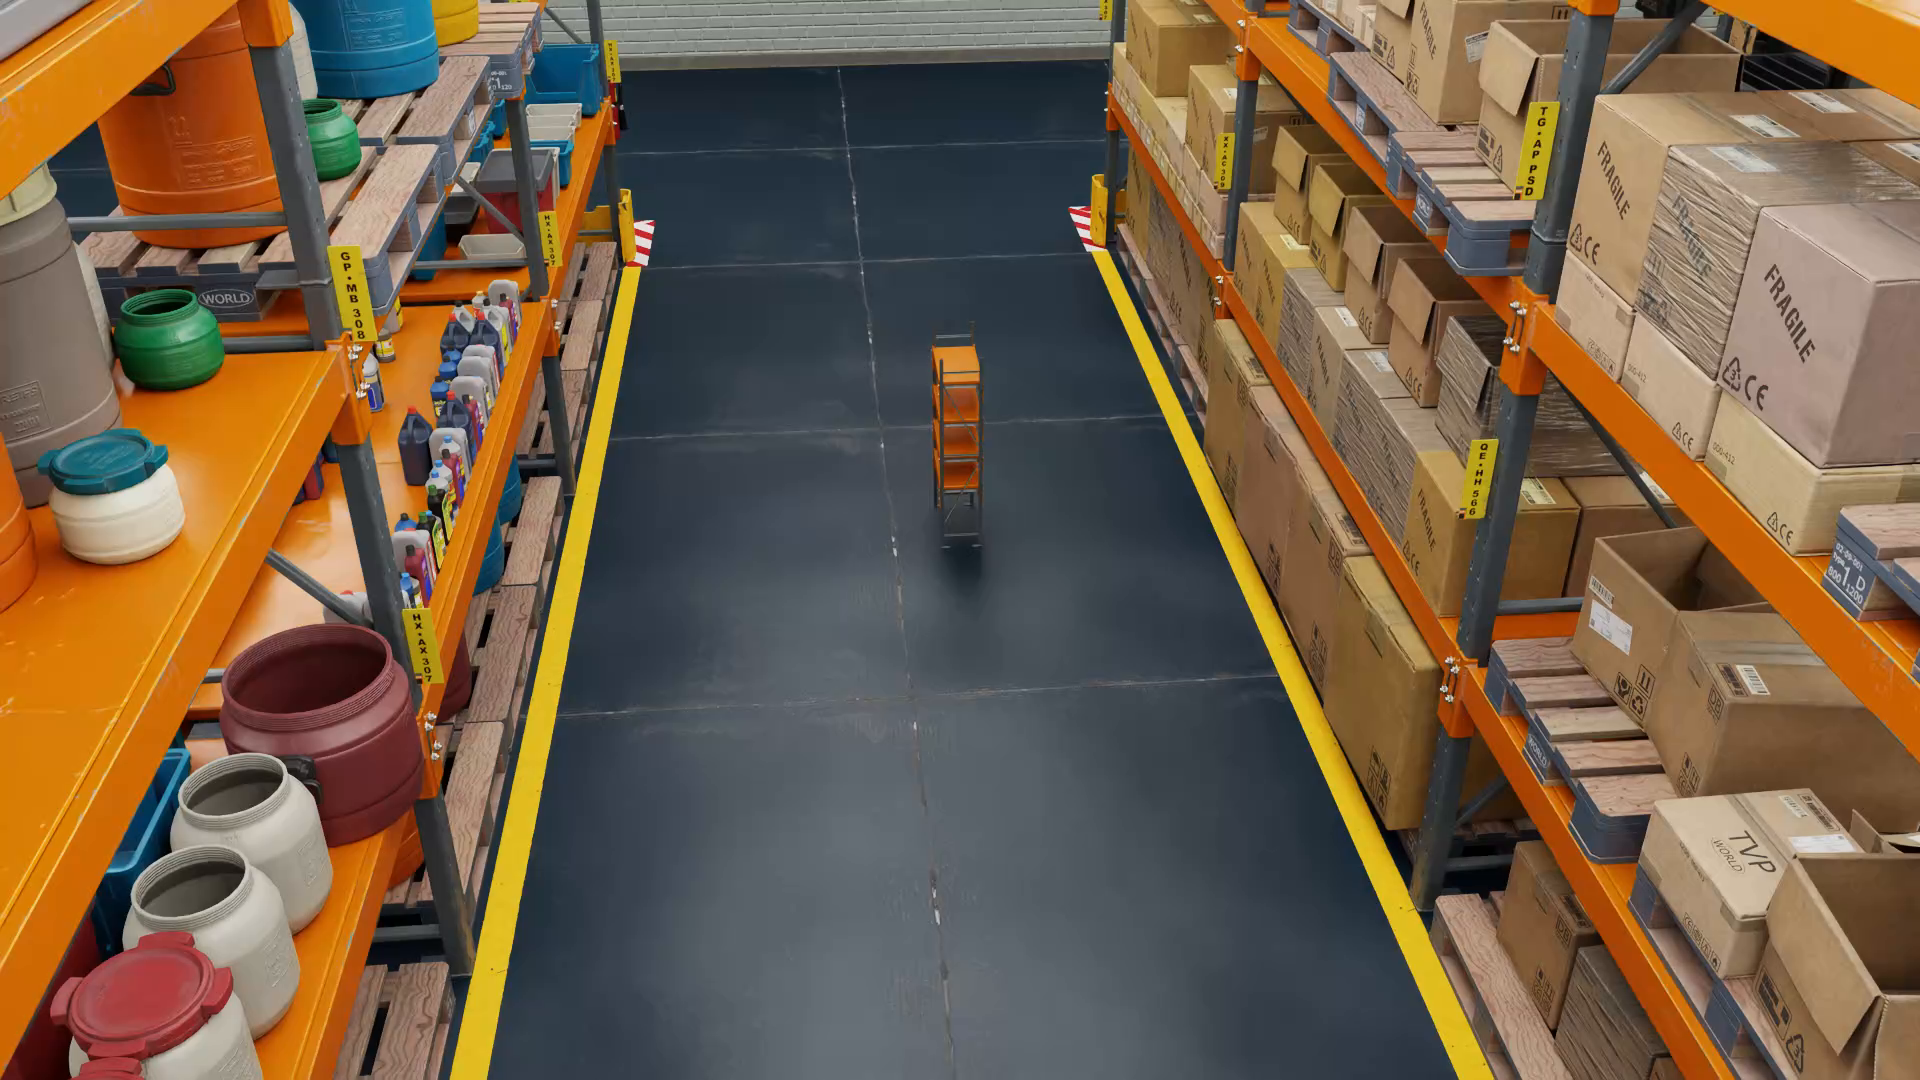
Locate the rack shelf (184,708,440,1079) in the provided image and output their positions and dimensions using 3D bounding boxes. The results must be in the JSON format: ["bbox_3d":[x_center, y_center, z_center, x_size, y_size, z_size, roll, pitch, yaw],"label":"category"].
[{"bbox_3d":[-2.303,1.816,4.486,1.077,0.370,4.000,-3,31,-5],"label":"rack shelf"}]

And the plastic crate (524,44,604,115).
[{"bbox_3d":[-3.020,-3.477,12.553,0.616,0.435,0.499,-3,31,-5],"label":"plastic crate"}]

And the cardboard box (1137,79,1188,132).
[{"bbox_3d":[1.569,-3.119,11.903,0.500,0.250,0.500,-4,31,-6],"label":"cardboard box"}]

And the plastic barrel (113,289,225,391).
[{"bbox_3d":[-2.415,-0.611,5.075,0.294,0.245,0.294,0,31,0],"label":"plastic barrel"}]

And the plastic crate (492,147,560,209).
[{"bbox_3d":[-2.822,-2.319,10.765,0.437,0.282,0.530,-3,31,-5],"label":"plastic crate"}]

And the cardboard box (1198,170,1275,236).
[{"bbox_3d":[1.766,-2.069,10.146,0.500,0.250,0.500,-3,31,-6],"label":"cardboard box"}]

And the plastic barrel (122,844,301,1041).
[{"bbox_3d":[-2.141,1.168,4.760,0.421,0.512,0.421,0,31,0],"label":"plastic barrel"}]

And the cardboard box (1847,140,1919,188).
[{"bbox_3d":[2.794,-0.803,4.660,0.500,0.500,0.500,-3,31,-5],"label":"cardboard box"}]

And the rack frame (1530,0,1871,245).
[{"bbox_3d":[2.442,-2.326,4.870,1.000,3.000,0.127,-3,31,-5],"label":"rack frame"}]

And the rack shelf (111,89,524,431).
[{"bbox_3d":[-2.676,-1.514,7.136,1.077,0.370,4.000,-3,31,-5],"label":"rack shelf"}]

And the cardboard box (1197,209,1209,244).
[{"bbox_3d":[1.689,-1.957,10.347,0.380,0.149,0.250,-2,31,-4],"label":"cardboard box"}]

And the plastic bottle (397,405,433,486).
[{"bbox_3d":[-2.487,-0.443,7.614,0.144,0.351,0.185,-3,31,-5],"label":"plastic bottle"}]

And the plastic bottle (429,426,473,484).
[{"bbox_3d":[-2.338,-0.405,7.624,0.152,0.276,0.135,-3,31,-5],"label":"plastic bottle"}]

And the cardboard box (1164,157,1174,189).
[{"bbox_3d":[1.593,-2.481,11.225,0.380,0.149,0.250,-3,31,-5],"label":"cardboard box"}]

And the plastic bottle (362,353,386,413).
[{"bbox_3d":[-2.961,-0.783,8.256,0.152,0.276,0.135,-3,31,-5],"label":"plastic bottle"}]

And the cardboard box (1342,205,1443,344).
[{"bbox_3d":[2.262,-1.273,7.882,0.797,0.503,0.637,-2,31,-3],"label":"cardboard box"}]

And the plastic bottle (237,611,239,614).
[{"bbox_3d":[-2.966,0.208,6.671,0.097,0.201,0.097,0,31,0],"label":"plastic bottle"}]

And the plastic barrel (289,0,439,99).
[{"bbox_3d":[-2.551,-2.375,6.978,0.600,0.901,0.708,-3,31,-5],"label":"plastic barrel"}]

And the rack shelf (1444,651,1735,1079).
[{"bbox_3d":[2.629,1.579,4.883,1.077,0.370,4.000,-3,31,-5],"label":"rack shelf"}]

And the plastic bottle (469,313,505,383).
[{"bbox_3d":[-2.434,-0.987,8.525,0.144,0.351,0.185,-3,31,-5],"label":"plastic bottle"}]

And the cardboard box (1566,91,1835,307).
[{"bbox_3d":[2.230,-1.044,5.063,0.500,0.500,0.500,-2,31,-4],"label":"cardboard box"}]

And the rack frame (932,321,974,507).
[{"bbox_3d":[-0.038,-0.724,9.793,0.240,1.200,0.015,-3,31,-5],"label":"rack frame"}]

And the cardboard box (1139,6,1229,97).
[{"bbox_3d":[1.572,-3.443,11.715,0.500,0.500,0.500,-4,31,-6],"label":"cardboard box"}]

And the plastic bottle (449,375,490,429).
[{"bbox_3d":[-2.389,-0.686,8.094,0.152,0.276,0.135,-3,31,-5],"label":"plastic bottle"}]

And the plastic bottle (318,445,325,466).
[{"bbox_3d":[-3.062,-0.508,7.724,0.144,0.351,0.185,-3,31,-5],"label":"plastic bottle"}]

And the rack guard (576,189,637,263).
[{"bbox_3d":[-3.252,-2.537,13.510,1.175,0.500,0.348,-3,31,-5],"label":"rack guard"}]

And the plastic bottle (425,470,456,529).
[{"bbox_3d":[-2.269,-0.177,7.248,0.097,0.271,0.097,0,31,0],"label":"plastic bottle"}]

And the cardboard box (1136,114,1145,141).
[{"bbox_3d":[1.497,-3.006,12.103,0.380,0.149,0.250,-3,31,-6],"label":"cardboard box"}]

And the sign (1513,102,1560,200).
[{"bbox_3d":[1.889,-1.272,5.449,0.100,0.325,0.005,-3,31,-5],"label":"sign"}]

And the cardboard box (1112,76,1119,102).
[{"bbox_3d":[1.399,-3.530,12.981,0.380,0.149,0.250,-2,31,-4],"label":"cardboard box"}]

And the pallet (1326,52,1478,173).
[{"bbox_3d":[2.221,-1.855,7.189,1.003,0.211,1.213,-1,31,-2],"label":"pallet"}]

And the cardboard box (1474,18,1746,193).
[{"bbox_3d":[2.313,-1.571,6.021,0.797,0.503,0.637,-1,31,-2],"label":"cardboard box"}]

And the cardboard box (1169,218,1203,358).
[{"bbox_3d":[2.002,-1.862,11.604,0.875,0.875,0.875,-3,31,-5],"label":"cardboard box"}]

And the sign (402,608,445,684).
[{"bbox_3d":[-1.942,0.386,6.019,0.100,0.325,0.005,-3,31,-5],"label":"sign"}]

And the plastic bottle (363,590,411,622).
[{"bbox_3d":[-2.208,0.303,6.439,0.152,0.276,0.135,-3,31,-5],"label":"plastic bottle"}]

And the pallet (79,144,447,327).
[{"bbox_3d":[-2.464,-1.116,5.952,1.003,0.211,1.213,-3,31,-5],"label":"pallet"}]

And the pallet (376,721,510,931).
[{"bbox_3d":[-2.605,1.283,7.397,1.003,0.211,1.213,-3,31,-5],"label":"pallet"}]

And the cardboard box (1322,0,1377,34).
[{"bbox_3d":[2.081,-2.659,8.028,0.500,0.311,0.500,-4,31,-6],"label":"cardboard box"}]

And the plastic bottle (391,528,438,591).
[{"bbox_3d":[-2.251,0.067,6.834,0.152,0.276,0.135,-3,31,-5],"label":"plastic bottle"}]

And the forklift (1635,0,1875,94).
[{"bbox_3d":[4.522,-1.767,9.850,1.130,2.935,3.031,-3,31,-6],"label":"forklift"}]

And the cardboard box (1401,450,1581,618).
[{"bbox_3d":[2.149,-0.034,6.785,0.500,0.500,0.500,-2,31,-3],"label":"cardboard box"}]

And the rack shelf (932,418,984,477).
[{"bbox_3d":[-0.015,-0.542,9.619,0.258,0.148,0.480,-3,31,-5],"label":"rack shelf"}]

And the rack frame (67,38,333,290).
[{"bbox_3d":[-2.489,-2.089,4.473,1.000,3.000,0.127,-3,31,-5],"label":"rack frame"}]

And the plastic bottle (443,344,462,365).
[{"bbox_3d":[-2.546,-0.855,8.383,0.097,0.271,0.097,0,31,0],"label":"plastic bottle"}]

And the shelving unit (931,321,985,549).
[{"bbox_3d":[-0.015,-0.600,9.584,0.258,1.200,0.503,-3,31,-5],"label":"shelving unit"}]

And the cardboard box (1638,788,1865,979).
[{"bbox_3d":[2.369,1.000,4.888,0.500,0.250,0.500,-4,31,-6],"label":"cardboard box"}]

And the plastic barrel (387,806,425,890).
[{"bbox_3d":[-2.552,0.989,6.877,0.600,0.830,0.708,-3,31,-5],"label":"plastic barrel"}]

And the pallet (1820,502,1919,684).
[{"bbox_3d":[2.764,0.234,3.691,1.213,0.211,1.003,-3,31,-5],"label":"pallet"}]

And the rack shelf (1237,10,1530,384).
[{"bbox_3d":[2.255,-1.751,7.533,1.077,0.370,4.000,-3,31,-5],"label":"rack shelf"}]

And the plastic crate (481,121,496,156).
[{"bbox_3d":[-3.419,-2.738,11.514,0.416,0.233,0.300,-3,31,-5],"label":"plastic crate"}]

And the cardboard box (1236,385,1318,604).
[{"bbox_3d":[2.232,-0.279,8.955,1.225,0.875,0.875,-4,31,-6],"label":"cardboard box"}]

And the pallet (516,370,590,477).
[{"bbox_3d":[-2.971,-0.732,10.771,1.003,0.211,1.213,-3,31,-5],"label":"pallet"}]

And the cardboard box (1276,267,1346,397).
[{"bbox_3d":[1.956,-1.077,8.531,0.500,0.500,0.500,-3,31,-6],"label":"cardboard box"}]

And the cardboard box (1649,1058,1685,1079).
[{"bbox_3d":[2.649,2.046,5.408,0.700,0.500,0.500,0,31,0],"label":"cardboard box"}]

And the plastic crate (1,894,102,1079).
[{"bbox_3d":[-2.643,1.299,4.589,0.402,0.464,0.583,-3,31,-5],"label":"plastic crate"}]

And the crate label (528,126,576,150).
[{"bbox_3d":[-2.917,-2.813,11.734,0.396,0.136,0.243,-3,31,-5],"label":"crate label"}]

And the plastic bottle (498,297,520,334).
[{"bbox_3d":[-2.466,-1.227,9.073,0.097,0.201,0.097,0,31,0],"label":"plastic bottle"}]
